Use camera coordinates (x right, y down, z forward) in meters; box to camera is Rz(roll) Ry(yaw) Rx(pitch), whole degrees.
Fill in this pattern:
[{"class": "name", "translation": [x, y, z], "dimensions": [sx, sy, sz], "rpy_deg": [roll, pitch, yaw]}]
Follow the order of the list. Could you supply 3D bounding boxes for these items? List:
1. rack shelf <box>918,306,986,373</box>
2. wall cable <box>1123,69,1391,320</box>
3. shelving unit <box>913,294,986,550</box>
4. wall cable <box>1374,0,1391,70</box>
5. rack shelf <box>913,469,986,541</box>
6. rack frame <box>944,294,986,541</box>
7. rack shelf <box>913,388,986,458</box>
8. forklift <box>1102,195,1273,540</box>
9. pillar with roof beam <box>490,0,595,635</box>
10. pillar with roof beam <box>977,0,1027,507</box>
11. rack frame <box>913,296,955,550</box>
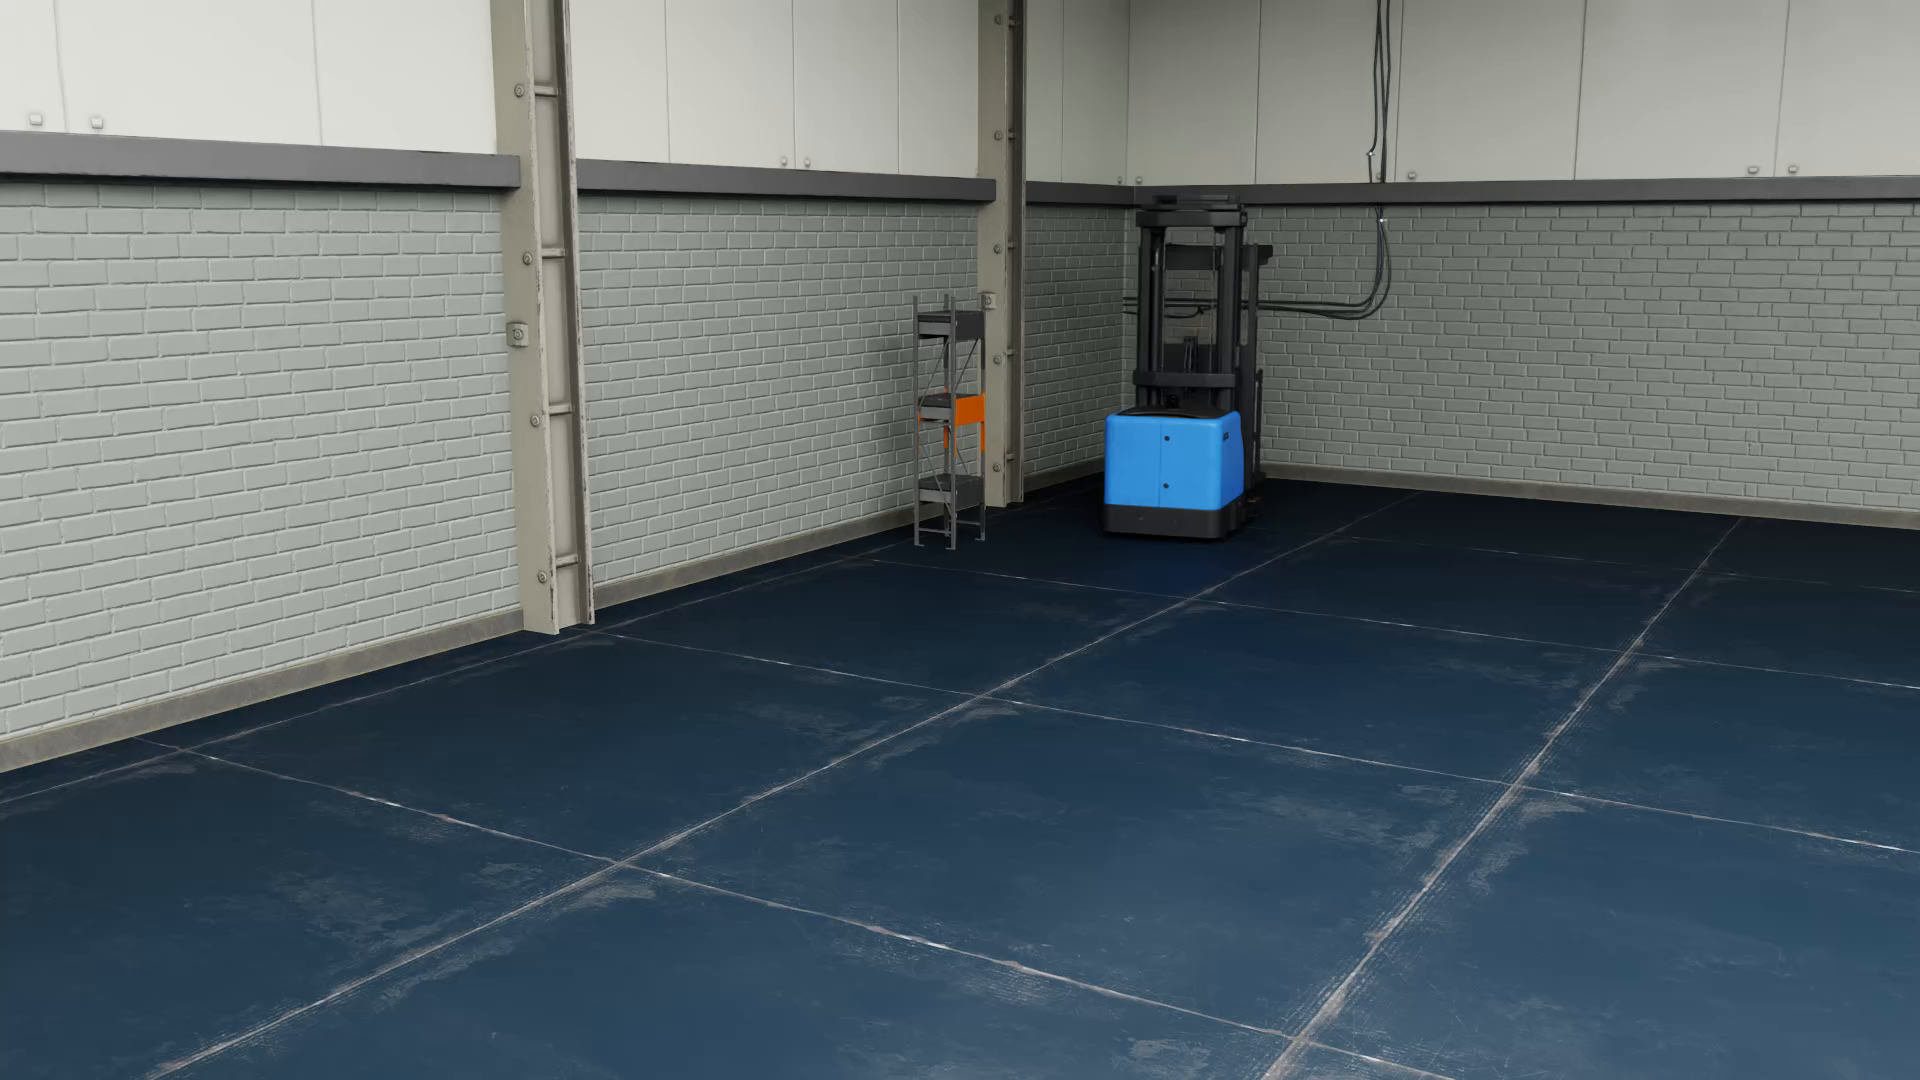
[{"class": "rack shelf", "translation": [-0.086, -1.681, 13.910], "dimensions": [0.431, 0.518, 0.480], "rpy_deg": [6, 12, 31]}, {"class": "wall cable", "translation": [3.054, -3.596, 17.558], "dimensions": [3.097, 2.526, 0.112], "rpy_deg": [6, 12, 31]}, {"class": "shelving unit", "translation": [-0.086, -1.006, 14.036], "dimensions": [0.431, 2.100, 0.503], "rpy_deg": [6, 12, 31]}, {"class": "wall cable", "translation": [5.367, -5.820, 15.713], "dimensions": [3.097, 2.526, 0.112], "rpy_deg": [6, 12, 31]}, {"class": "rack shelf", "translation": [-0.086, -0.305, 14.168], "dimensions": [0.431, 0.518, 0.480], "rpy_deg": [6, 12, 31]}, {"class": "rack frame", "translation": [0.041, -1.044, 14.241], "dimensions": [0.400, 2.100, 0.015], "rpy_deg": [6, 12, 31]}, {"class": "rack shelf", "translation": [-0.086, -0.993, 14.039], "dimensions": [0.431, 0.518, 0.480], "rpy_deg": [6, 12, 31]}, {"class": "forklift", "translation": [2.230, -1.671, 15.328], "dimensions": [1.130, 2.935, 3.031], "rpy_deg": [4, 11, 20]}, {"class": "pillar with roof beam", "translation": [0.959, -3.430, 8.235], "dimensions": [9.100, 9.000, 0.400], "rpy_deg": [6, 12, 31]}, {"class": "pillar with roof beam", "translation": [4.074, -4.374, 13.276], "dimensions": [9.100, 9.000, 0.400], "rpy_deg": [6, 12, 31]}, {"class": "rack frame", "translation": [-0.213, -0.968, 13.831], "dimensions": [0.400, 2.100, 0.015], "rpy_deg": [6, 12, 31]}]
